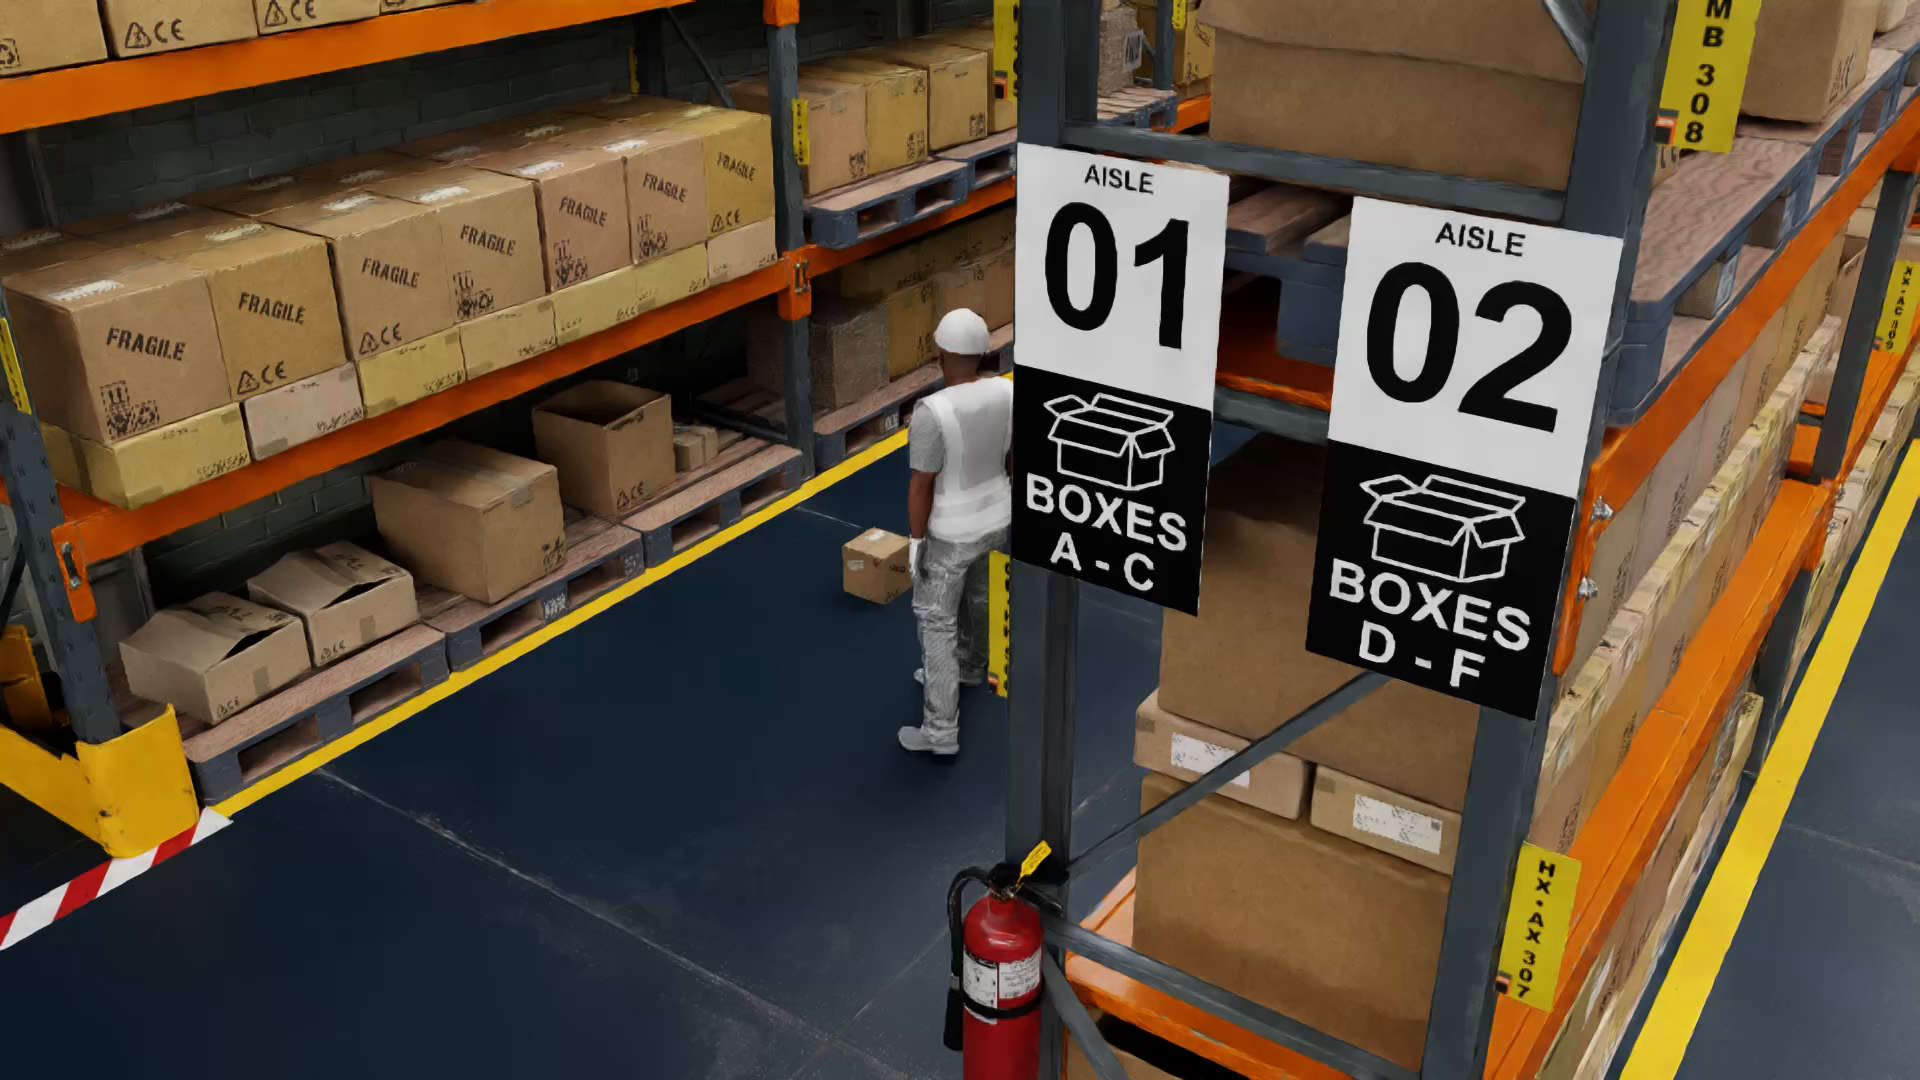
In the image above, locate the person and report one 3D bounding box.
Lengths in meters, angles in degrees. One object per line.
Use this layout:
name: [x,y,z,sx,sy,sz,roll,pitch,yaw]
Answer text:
person: [-0.042,-0.051,6.693,0.659,1.779,0.569,-24,35,-39]
